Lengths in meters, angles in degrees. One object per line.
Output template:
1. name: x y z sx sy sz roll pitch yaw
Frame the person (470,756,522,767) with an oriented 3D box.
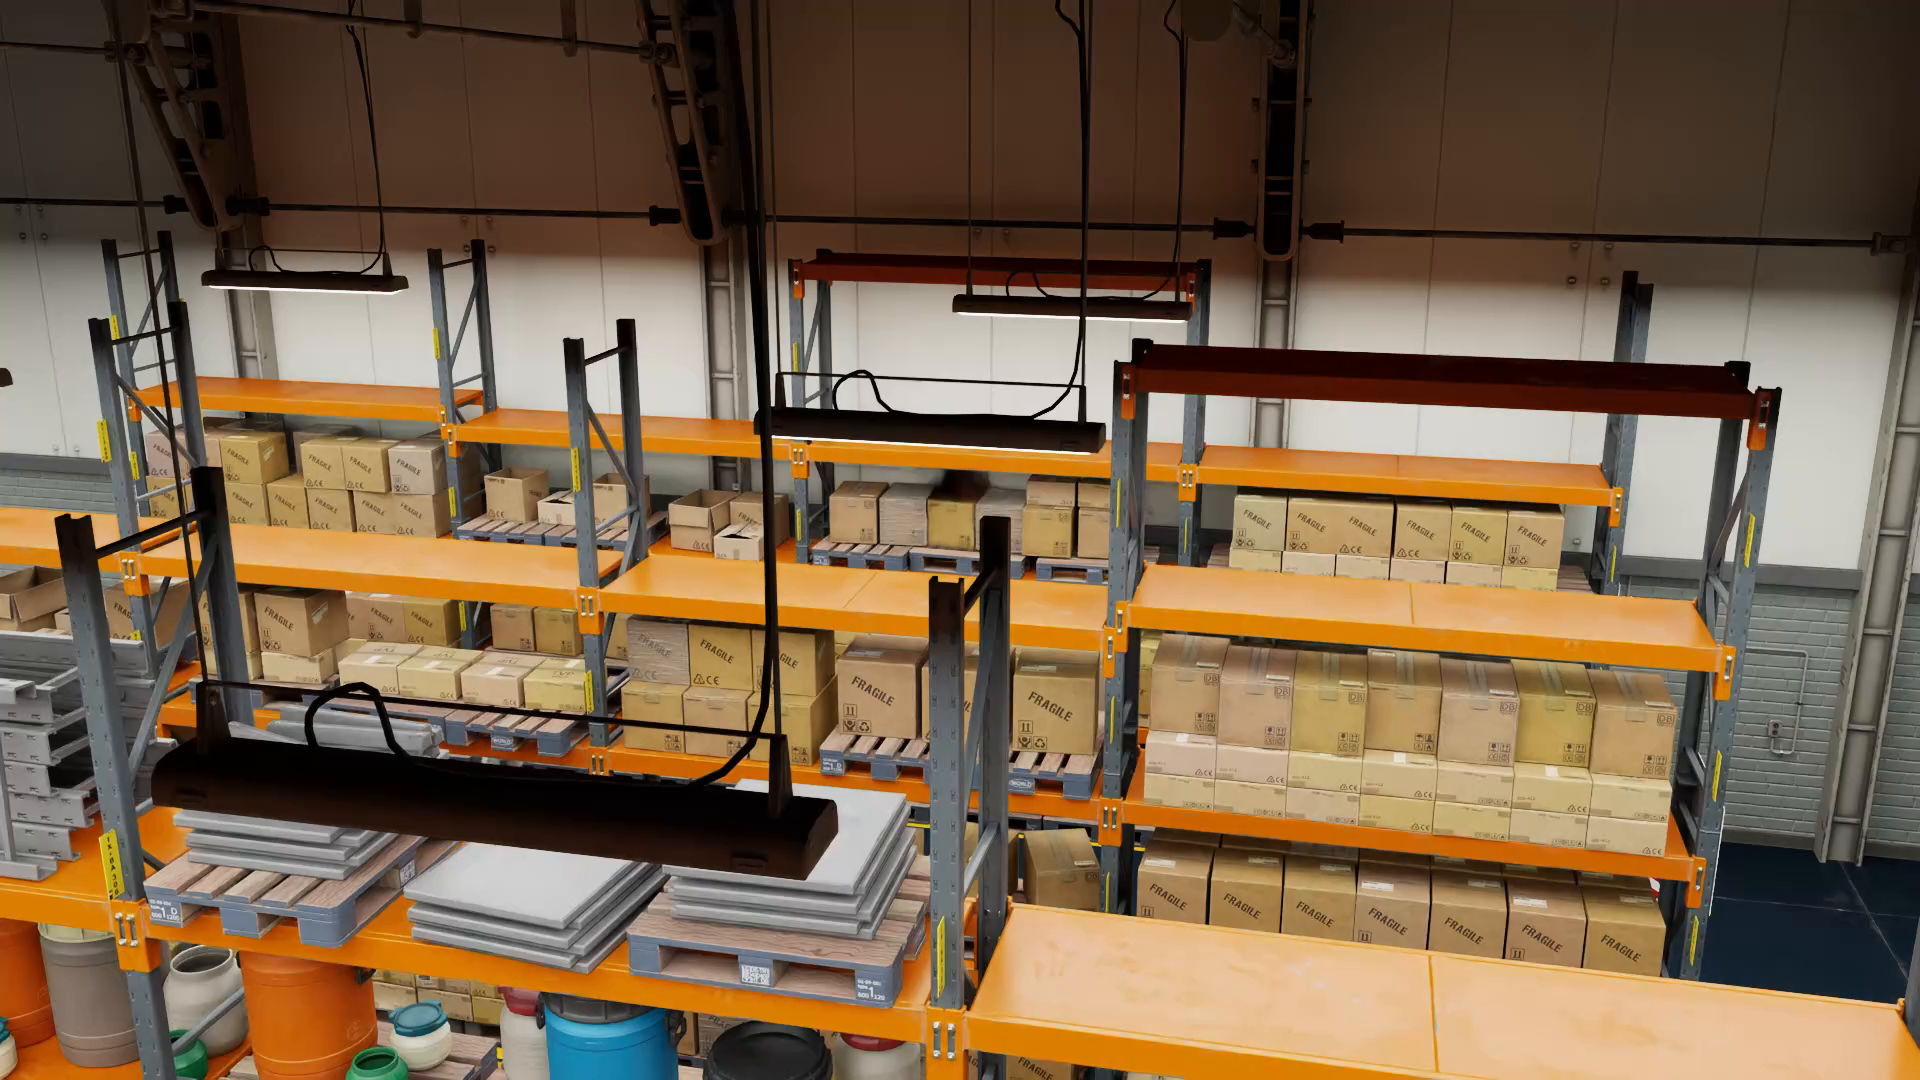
1. person: -4.940 2.167 17.792 0.647 1.826 0.352 -3 17 -11
